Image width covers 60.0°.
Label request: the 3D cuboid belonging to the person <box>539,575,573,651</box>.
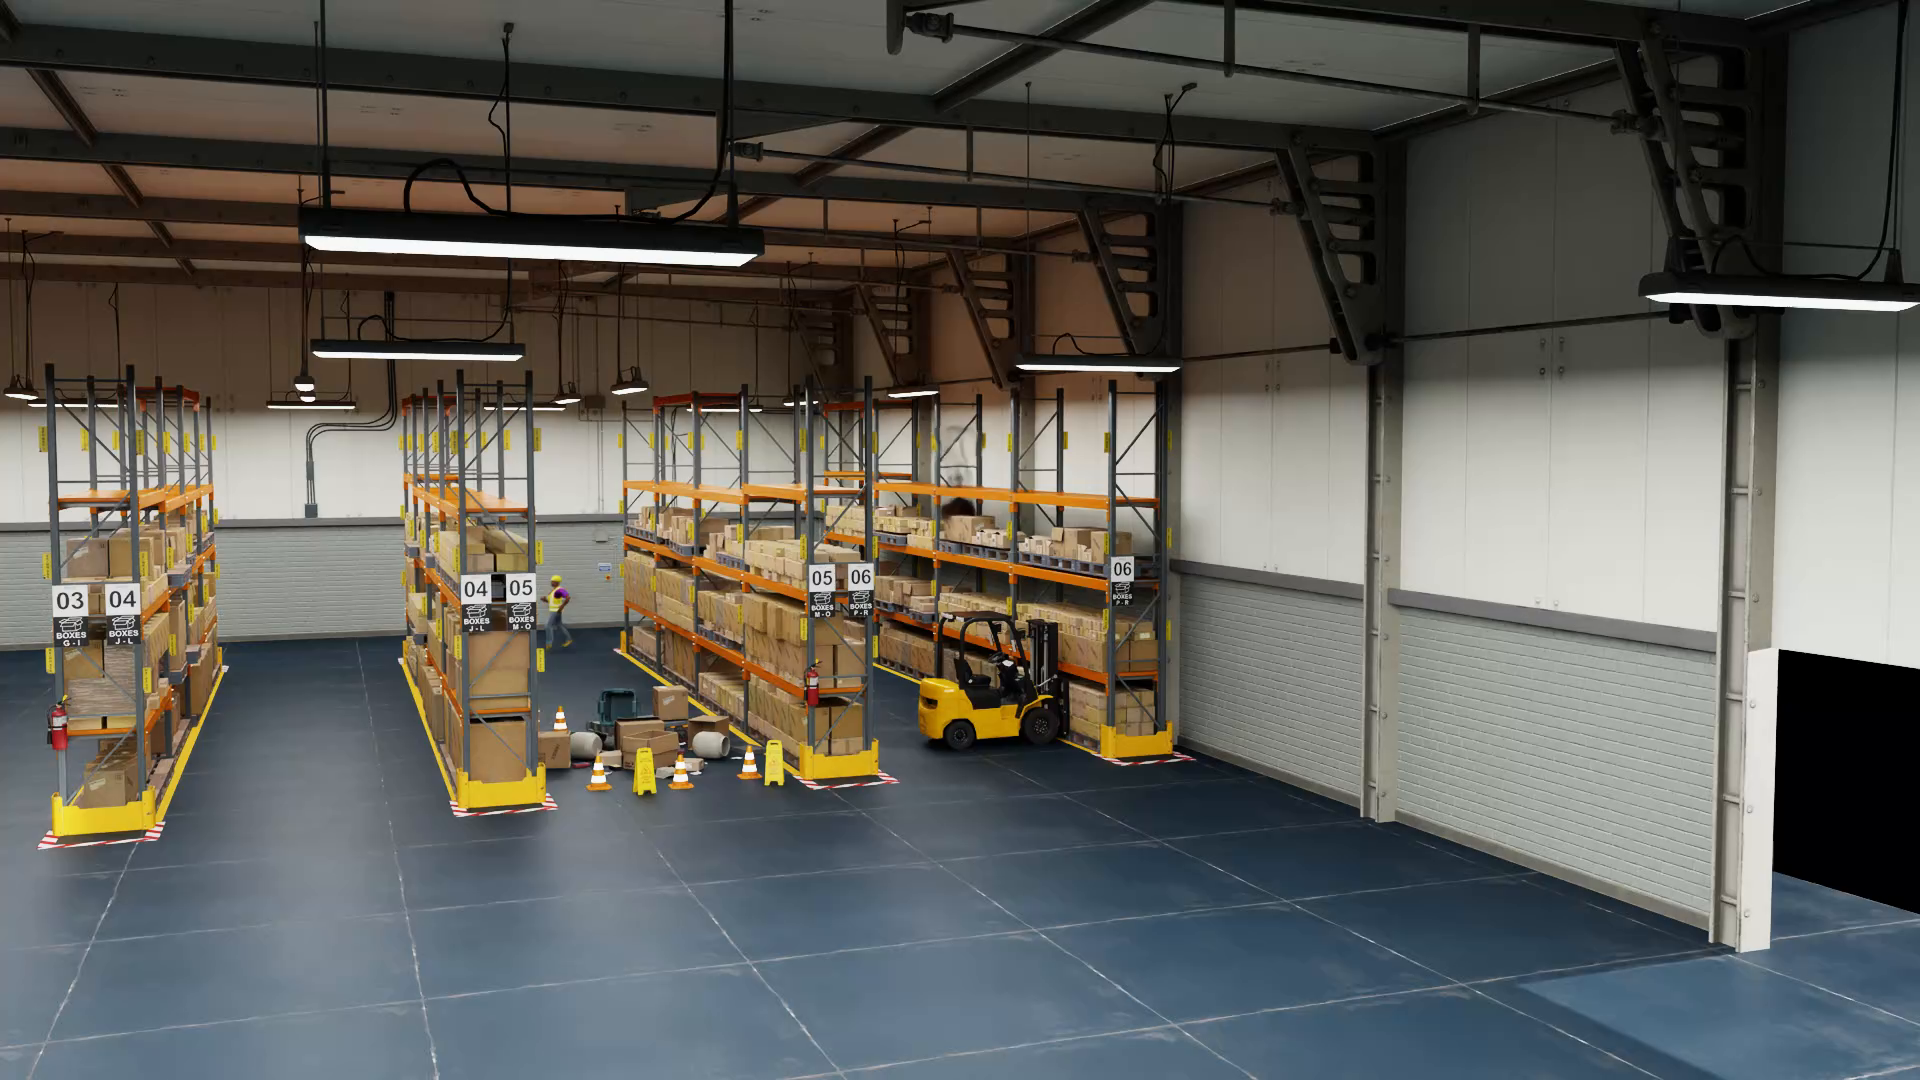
[{"bbox_3d":[-9.749,1.762,40.179,0.801,1.819,0.695,-1,4,-19],"label":"person"}]
